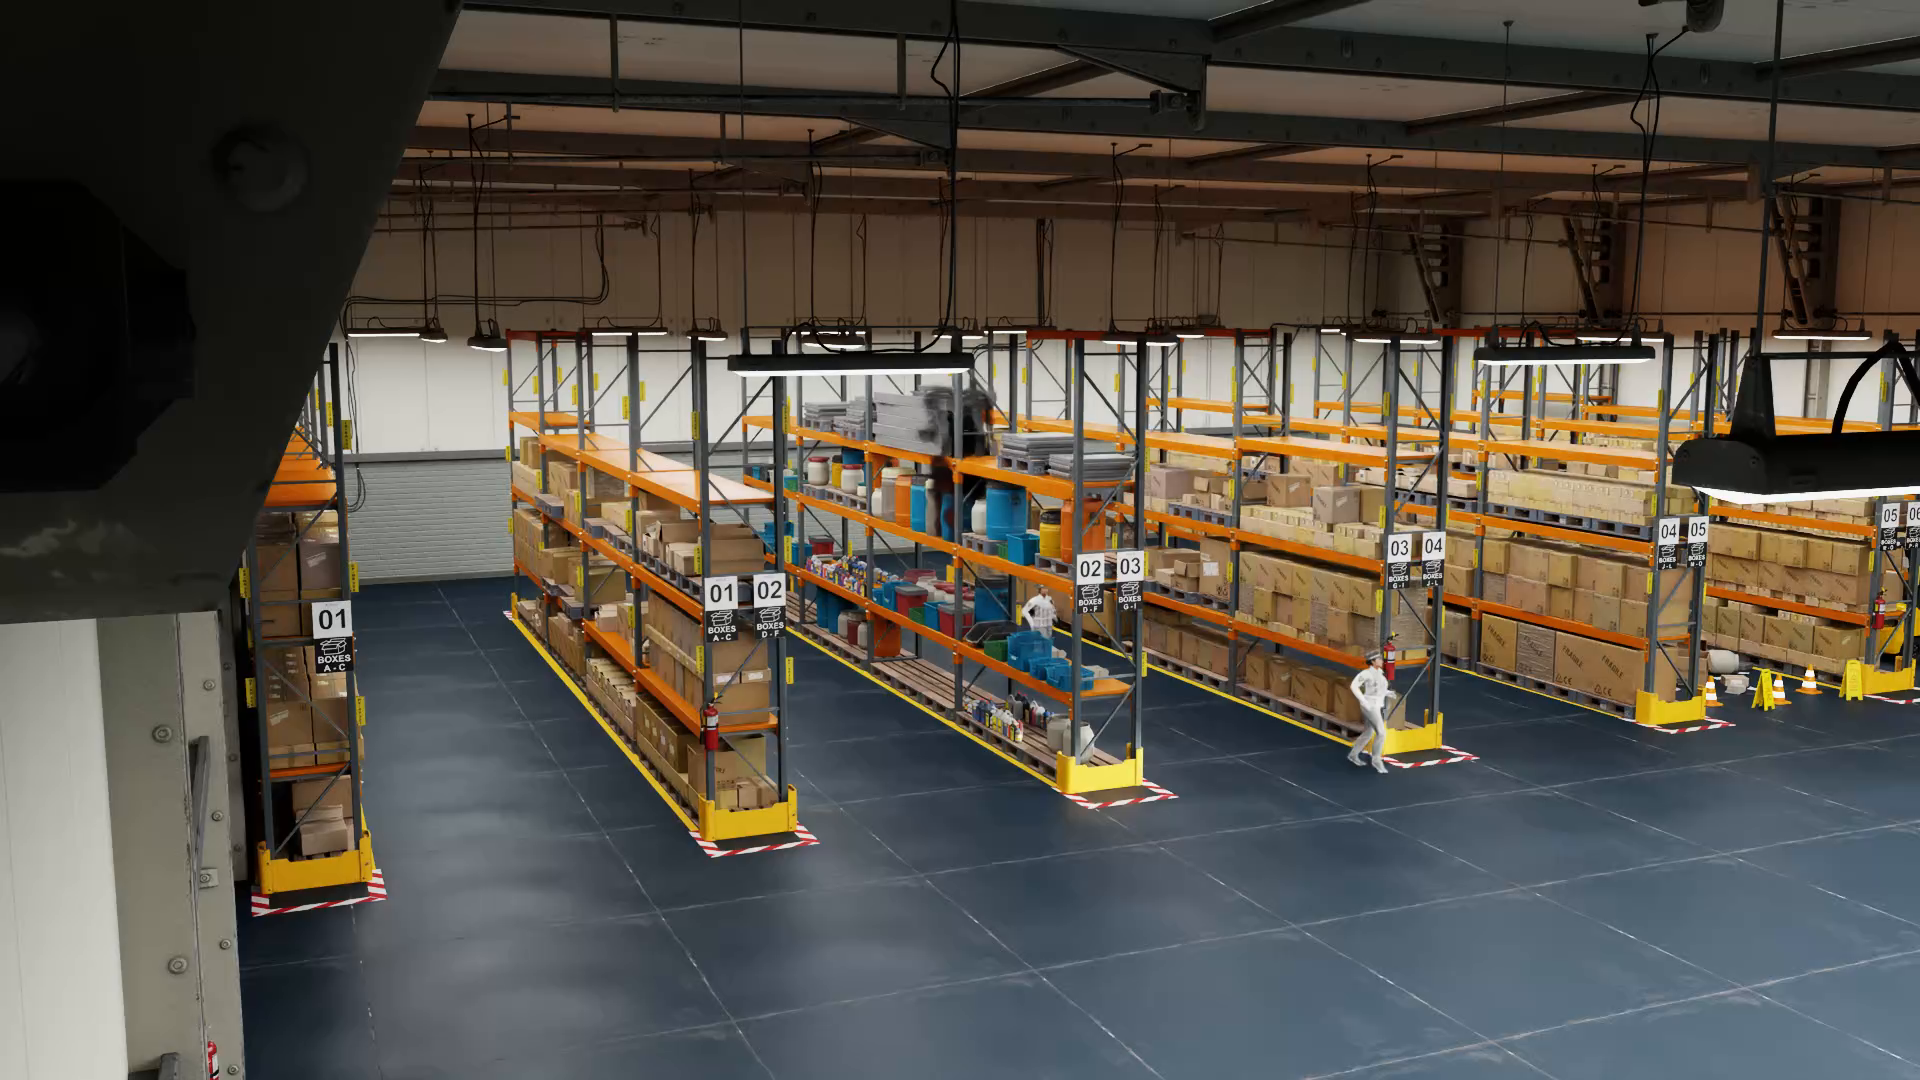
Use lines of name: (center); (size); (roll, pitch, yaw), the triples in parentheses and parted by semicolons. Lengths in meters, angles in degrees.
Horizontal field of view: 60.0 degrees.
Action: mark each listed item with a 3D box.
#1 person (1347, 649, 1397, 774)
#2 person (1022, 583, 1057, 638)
person: (5.747, 2.367, 23.167); (0.650, 1.745, 0.604); (5, 9, 34)
person: (1.487, 1.533, 29.271); (0.599, 1.651, 0.560); (-6, 10, -37)
